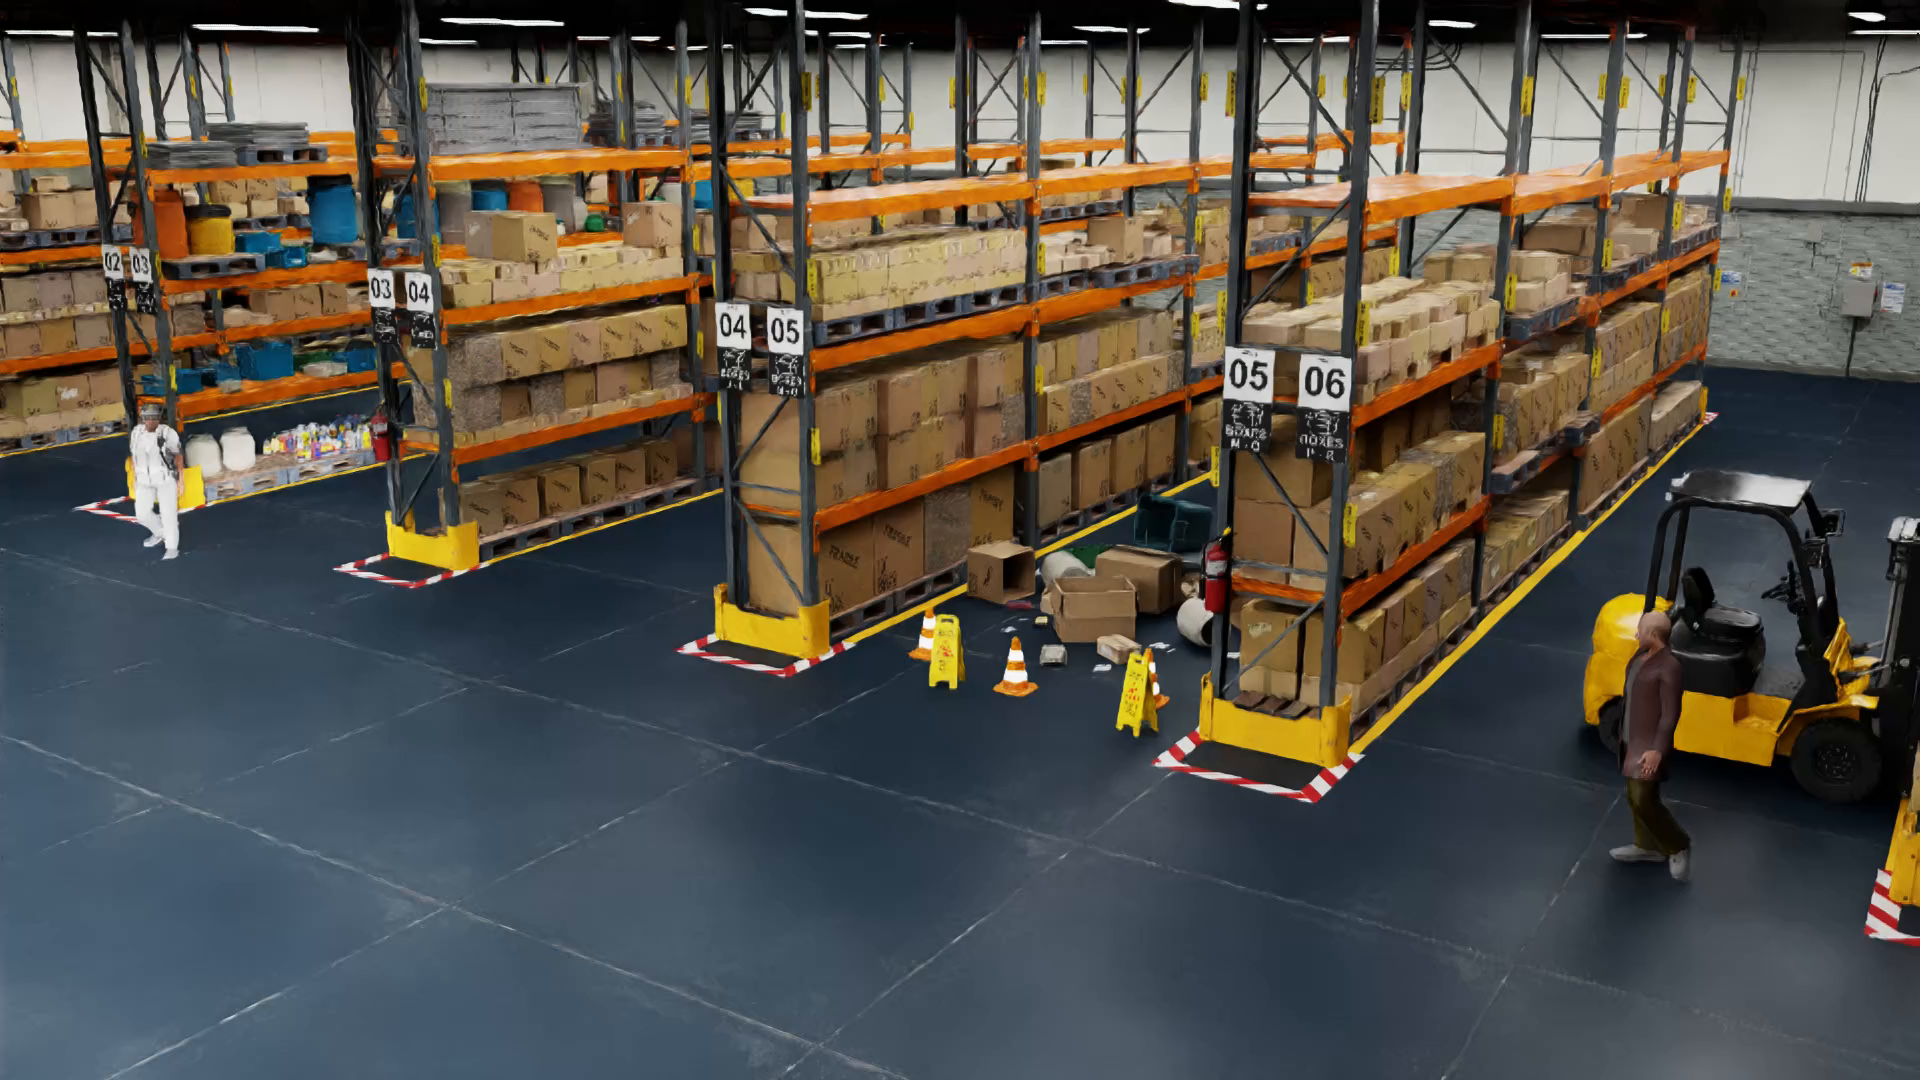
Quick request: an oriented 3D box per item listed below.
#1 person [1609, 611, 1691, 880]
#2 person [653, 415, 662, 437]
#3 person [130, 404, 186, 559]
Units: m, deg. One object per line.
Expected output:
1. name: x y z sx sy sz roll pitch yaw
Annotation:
1. person: 4.615 1.341 11.051 0.510 1.771 0.731 0 16 -2
2. person: -4.368 -2.028 23.358 0.569 1.662 0.544 -7 17 -25
3. person: -8.870 -0.682 18.418 0.595 1.752 0.560 -1 16 -4
